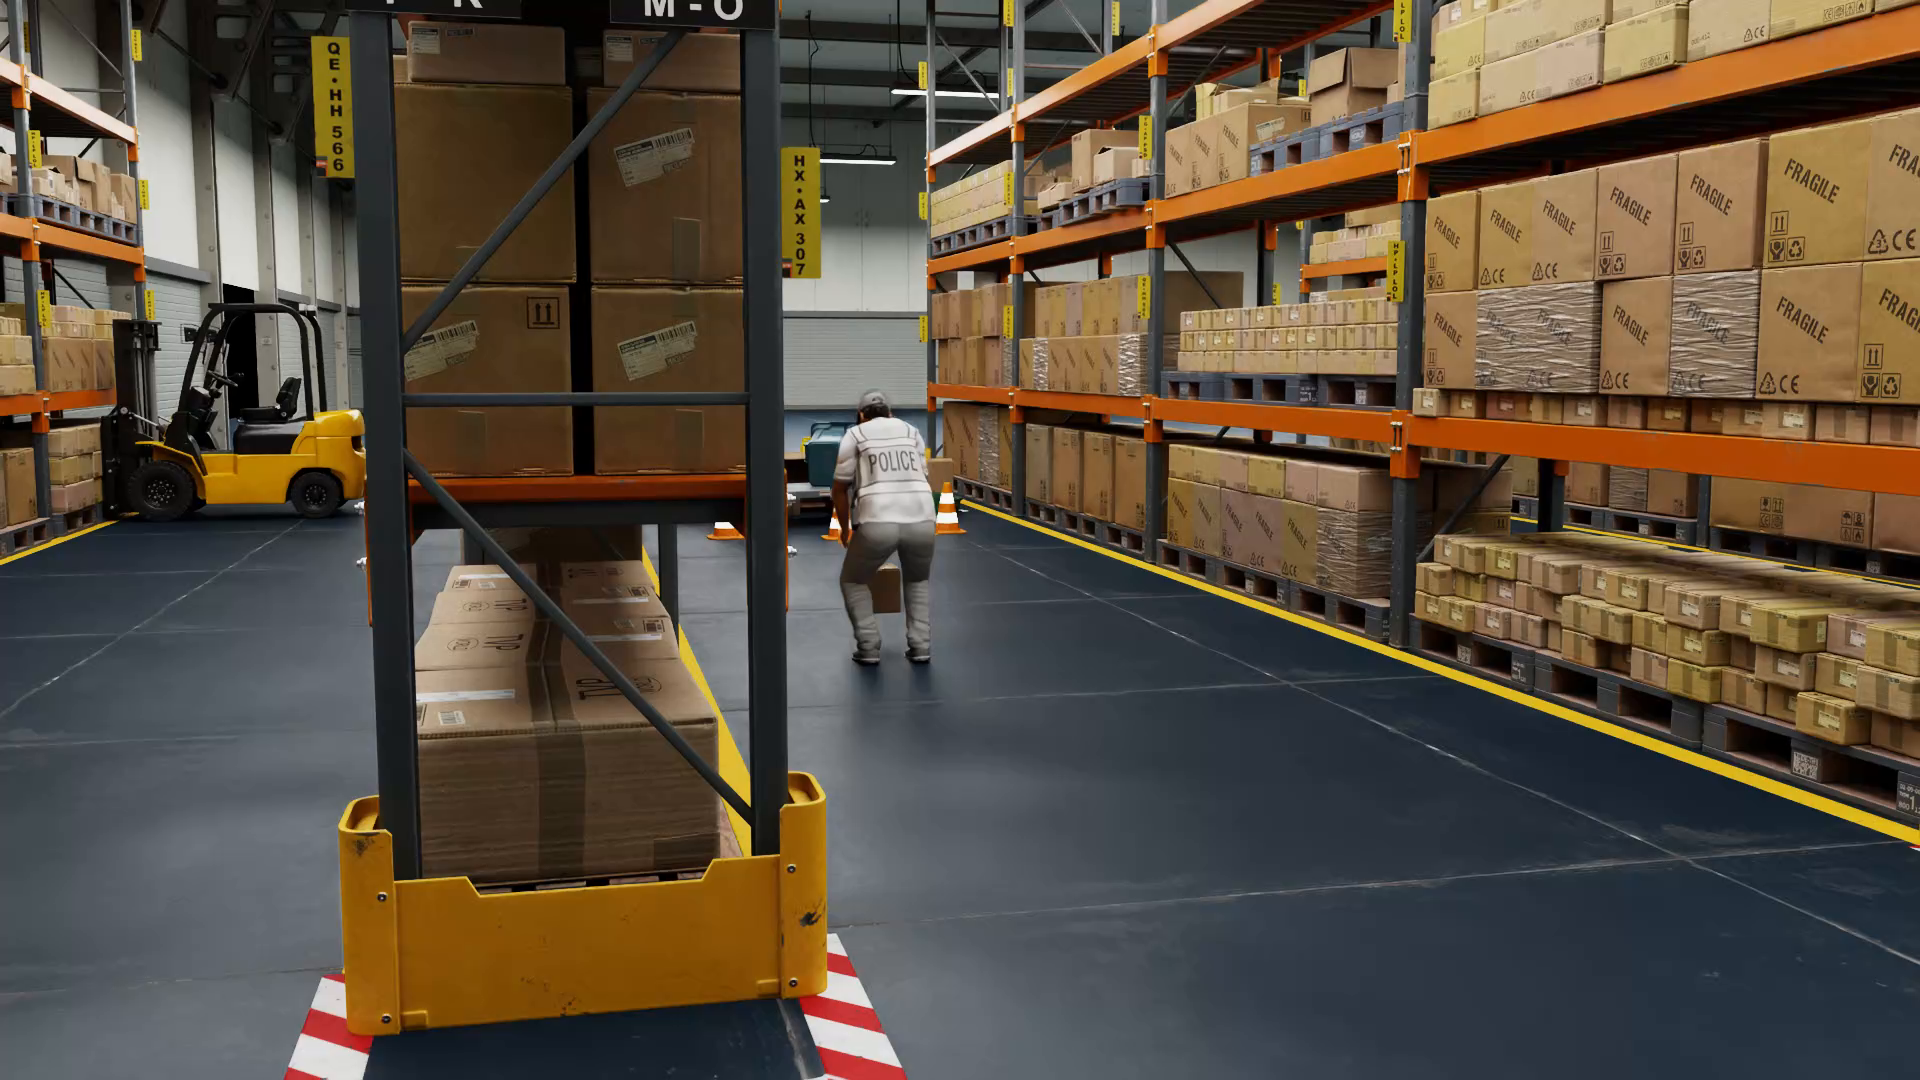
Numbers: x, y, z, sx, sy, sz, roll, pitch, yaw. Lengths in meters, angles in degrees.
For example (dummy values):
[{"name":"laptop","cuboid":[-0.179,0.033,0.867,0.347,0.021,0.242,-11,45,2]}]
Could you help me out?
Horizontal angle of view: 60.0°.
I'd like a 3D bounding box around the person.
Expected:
[{"name":"person","cuboid":[-0.411,-0.057,8.875,0.533,1.421,0.691,-1,6,-13]}]
